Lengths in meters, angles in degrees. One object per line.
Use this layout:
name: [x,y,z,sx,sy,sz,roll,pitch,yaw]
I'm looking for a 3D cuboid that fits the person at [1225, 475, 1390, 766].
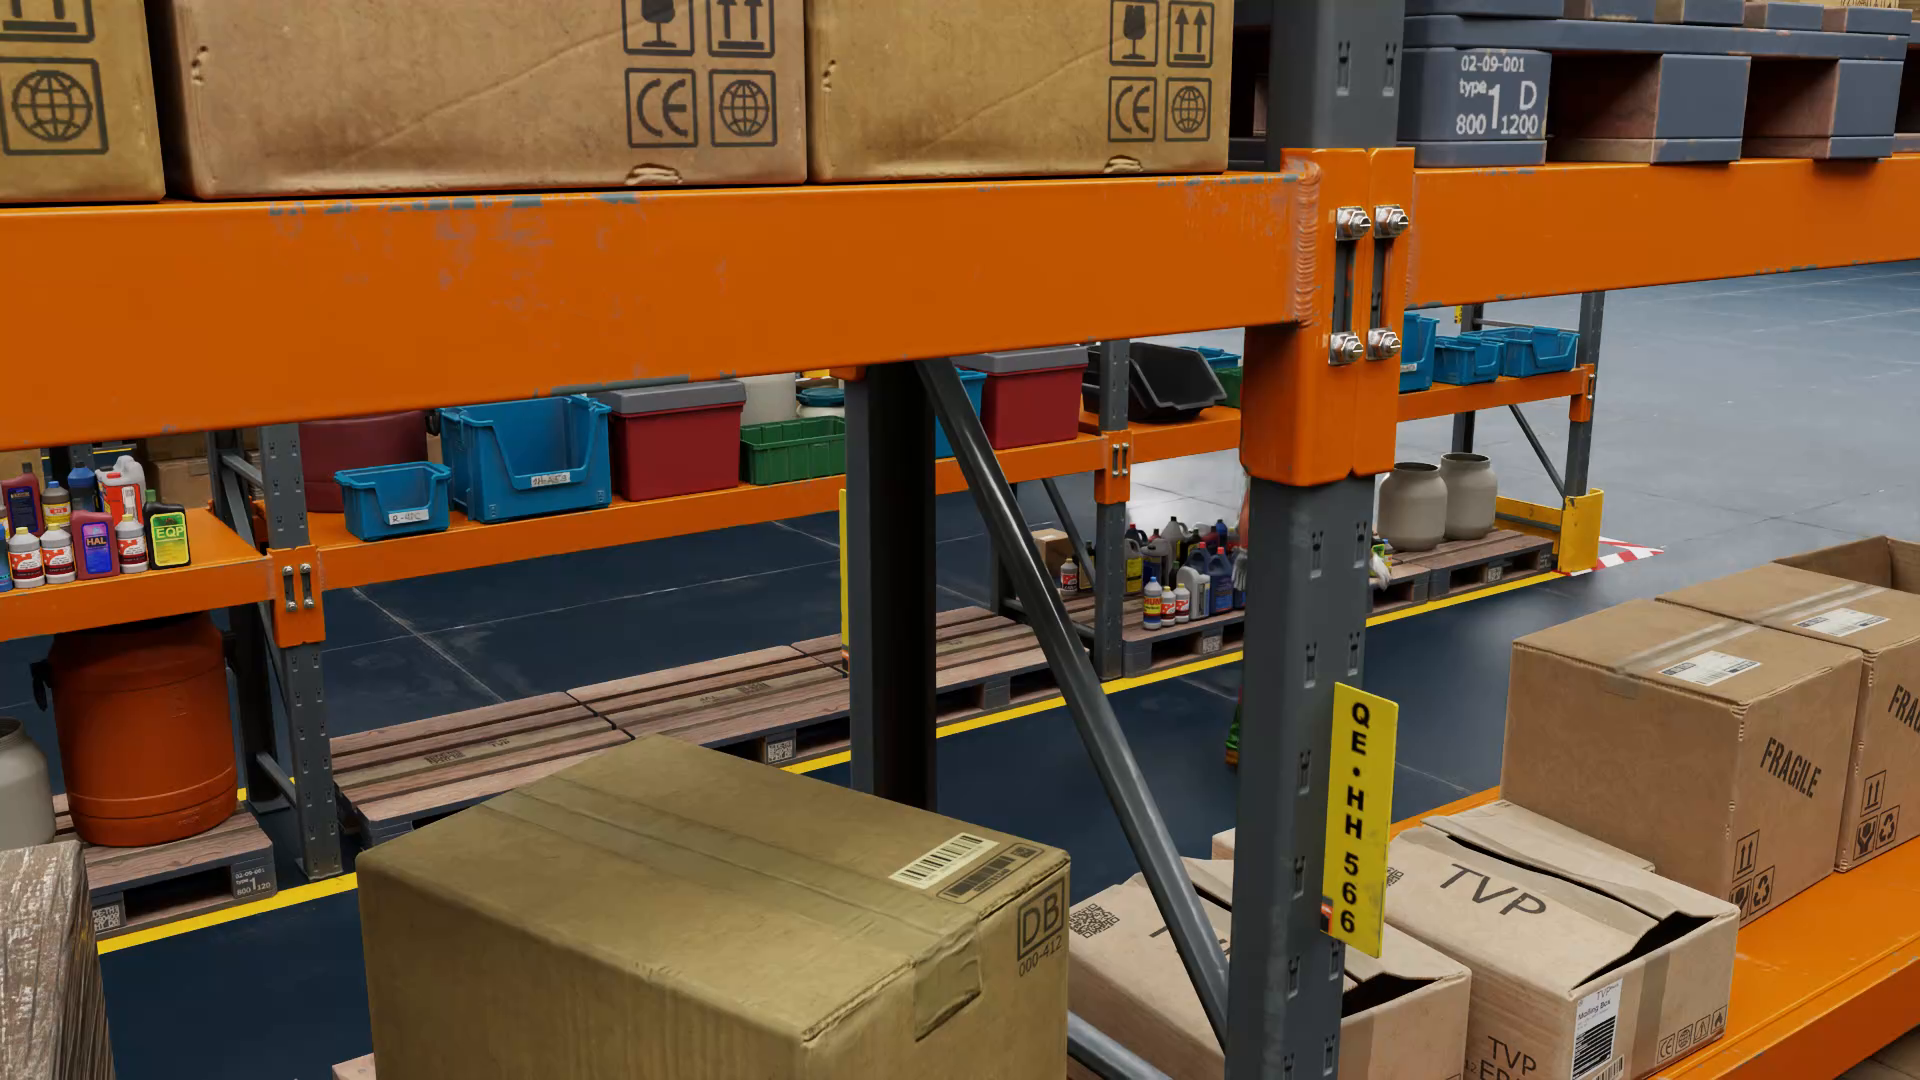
person: [1.551,0.122,7.560,0.952,1.777,0.630,-8,16,-28]
